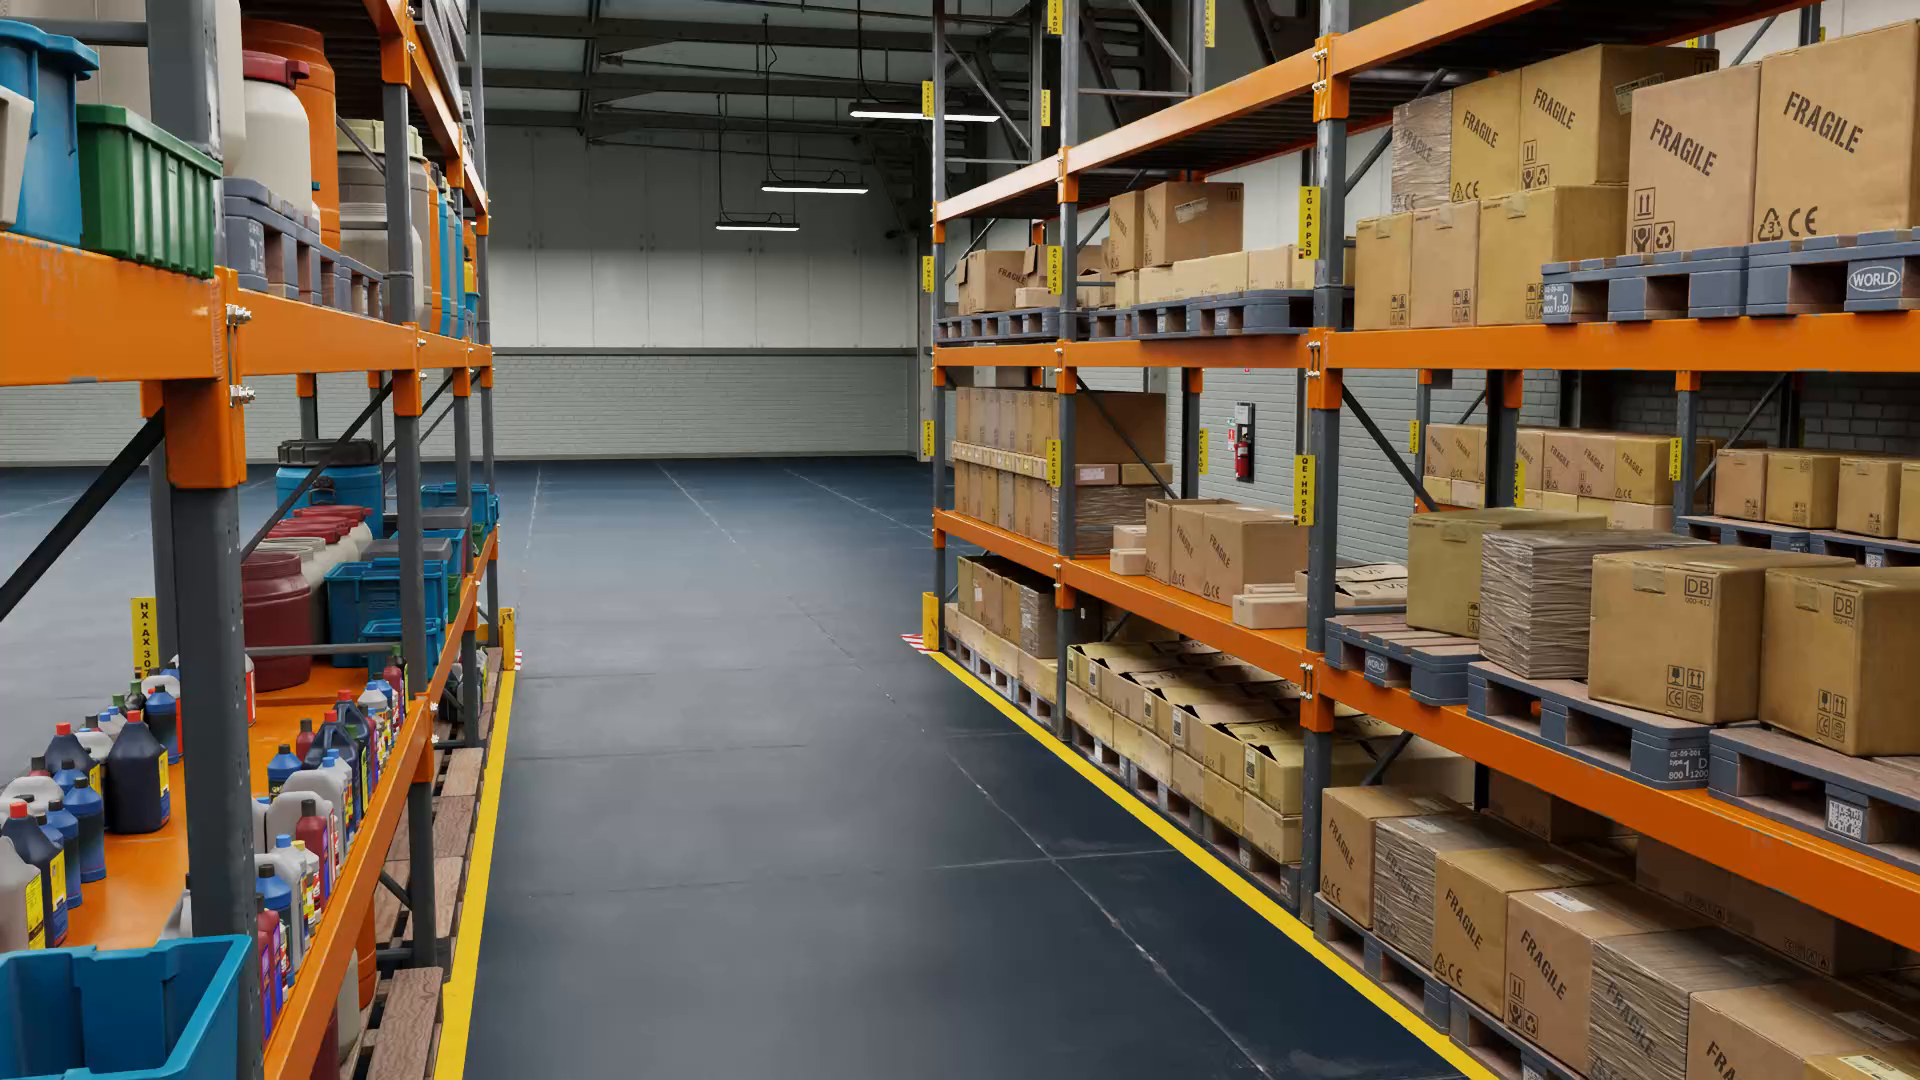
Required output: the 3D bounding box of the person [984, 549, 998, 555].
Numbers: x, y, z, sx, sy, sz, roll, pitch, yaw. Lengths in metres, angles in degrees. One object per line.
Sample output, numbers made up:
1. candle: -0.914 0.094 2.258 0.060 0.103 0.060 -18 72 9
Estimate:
1. person: 0.393 -0.110 17.906 0.458 1.759 0.625 -2 6 -15
